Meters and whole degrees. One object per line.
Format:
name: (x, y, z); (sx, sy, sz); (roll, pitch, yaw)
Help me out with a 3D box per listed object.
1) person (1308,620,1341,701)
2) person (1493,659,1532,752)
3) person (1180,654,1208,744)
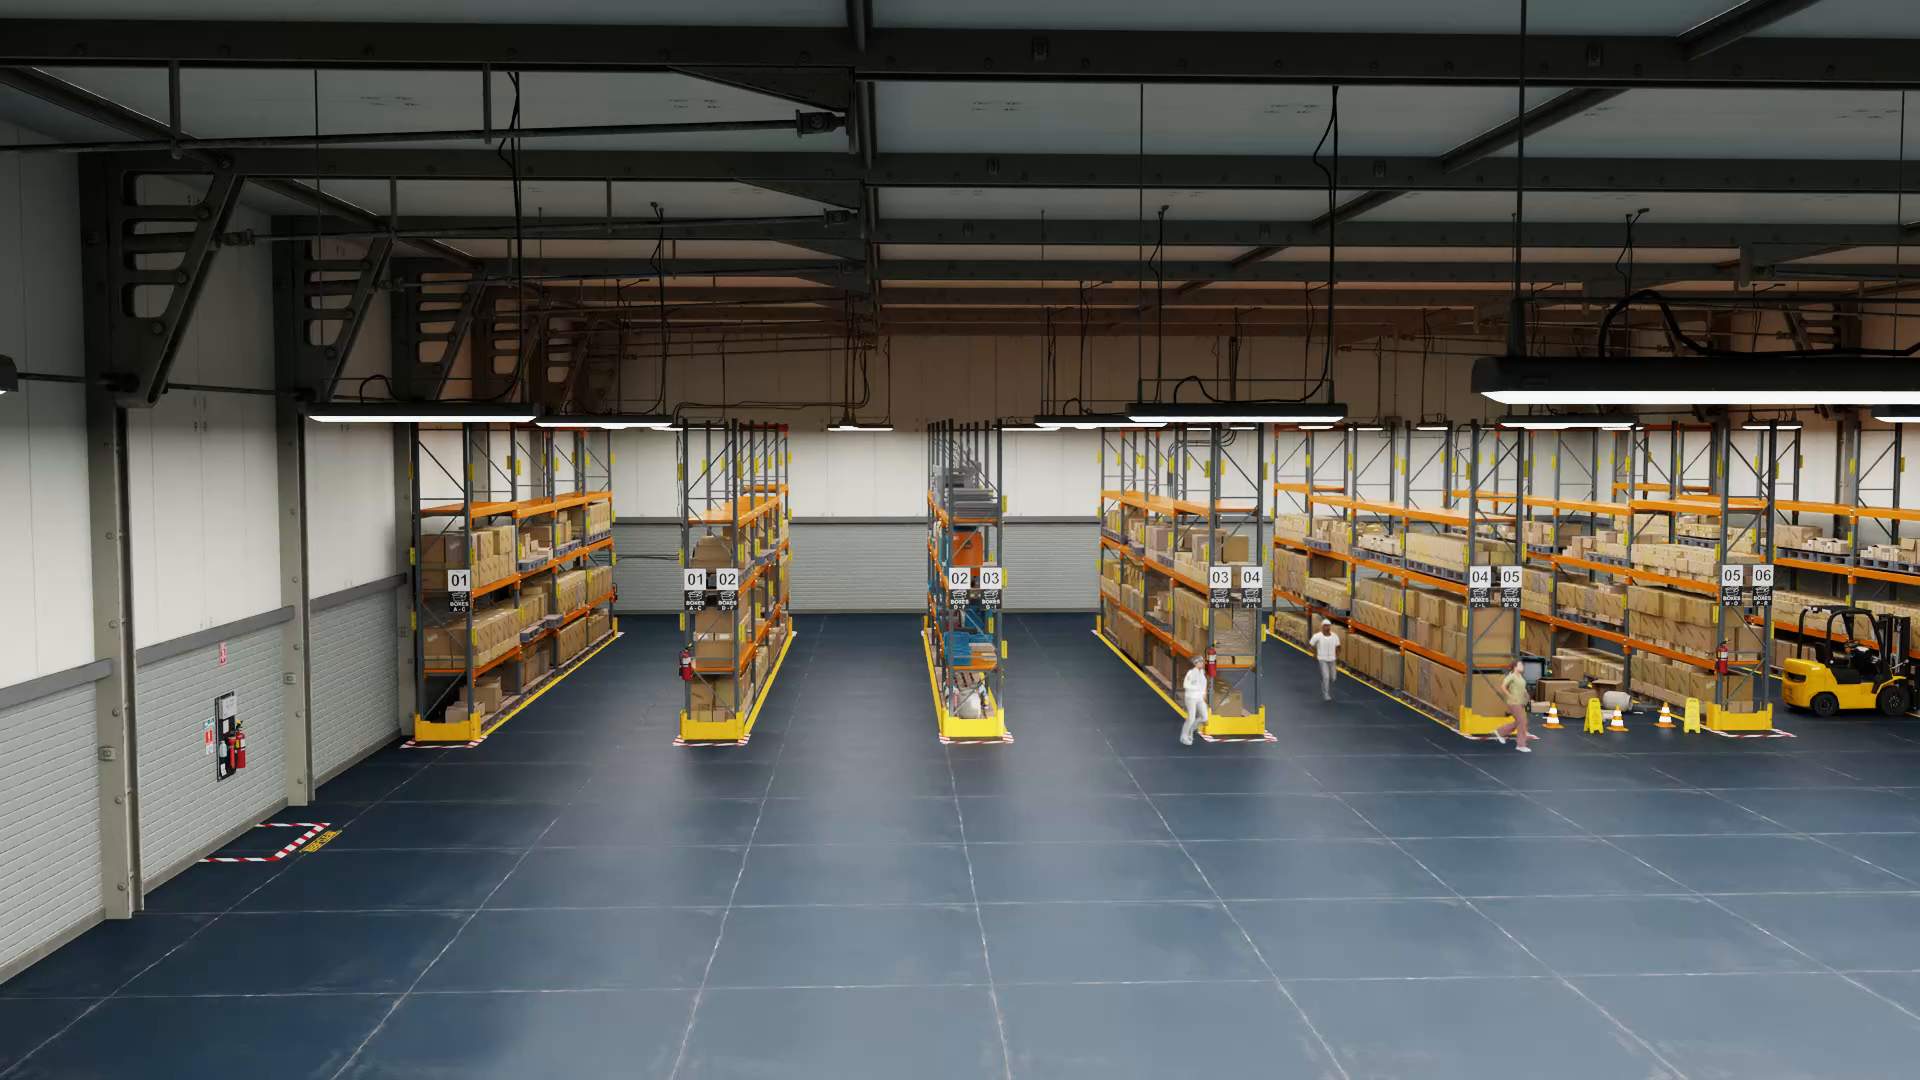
person: (7.865, 2.570, 35.787); (0.707, 1.726, 0.753); (0, 4, -8)
person: (10.014, 2.975, 30.098); (0.762, 1.659, 0.604); (3, 5, 41)
person: (4.393, 2.929, 30.644); (0.626, 1.652, 0.589); (-3, 5, -38)
